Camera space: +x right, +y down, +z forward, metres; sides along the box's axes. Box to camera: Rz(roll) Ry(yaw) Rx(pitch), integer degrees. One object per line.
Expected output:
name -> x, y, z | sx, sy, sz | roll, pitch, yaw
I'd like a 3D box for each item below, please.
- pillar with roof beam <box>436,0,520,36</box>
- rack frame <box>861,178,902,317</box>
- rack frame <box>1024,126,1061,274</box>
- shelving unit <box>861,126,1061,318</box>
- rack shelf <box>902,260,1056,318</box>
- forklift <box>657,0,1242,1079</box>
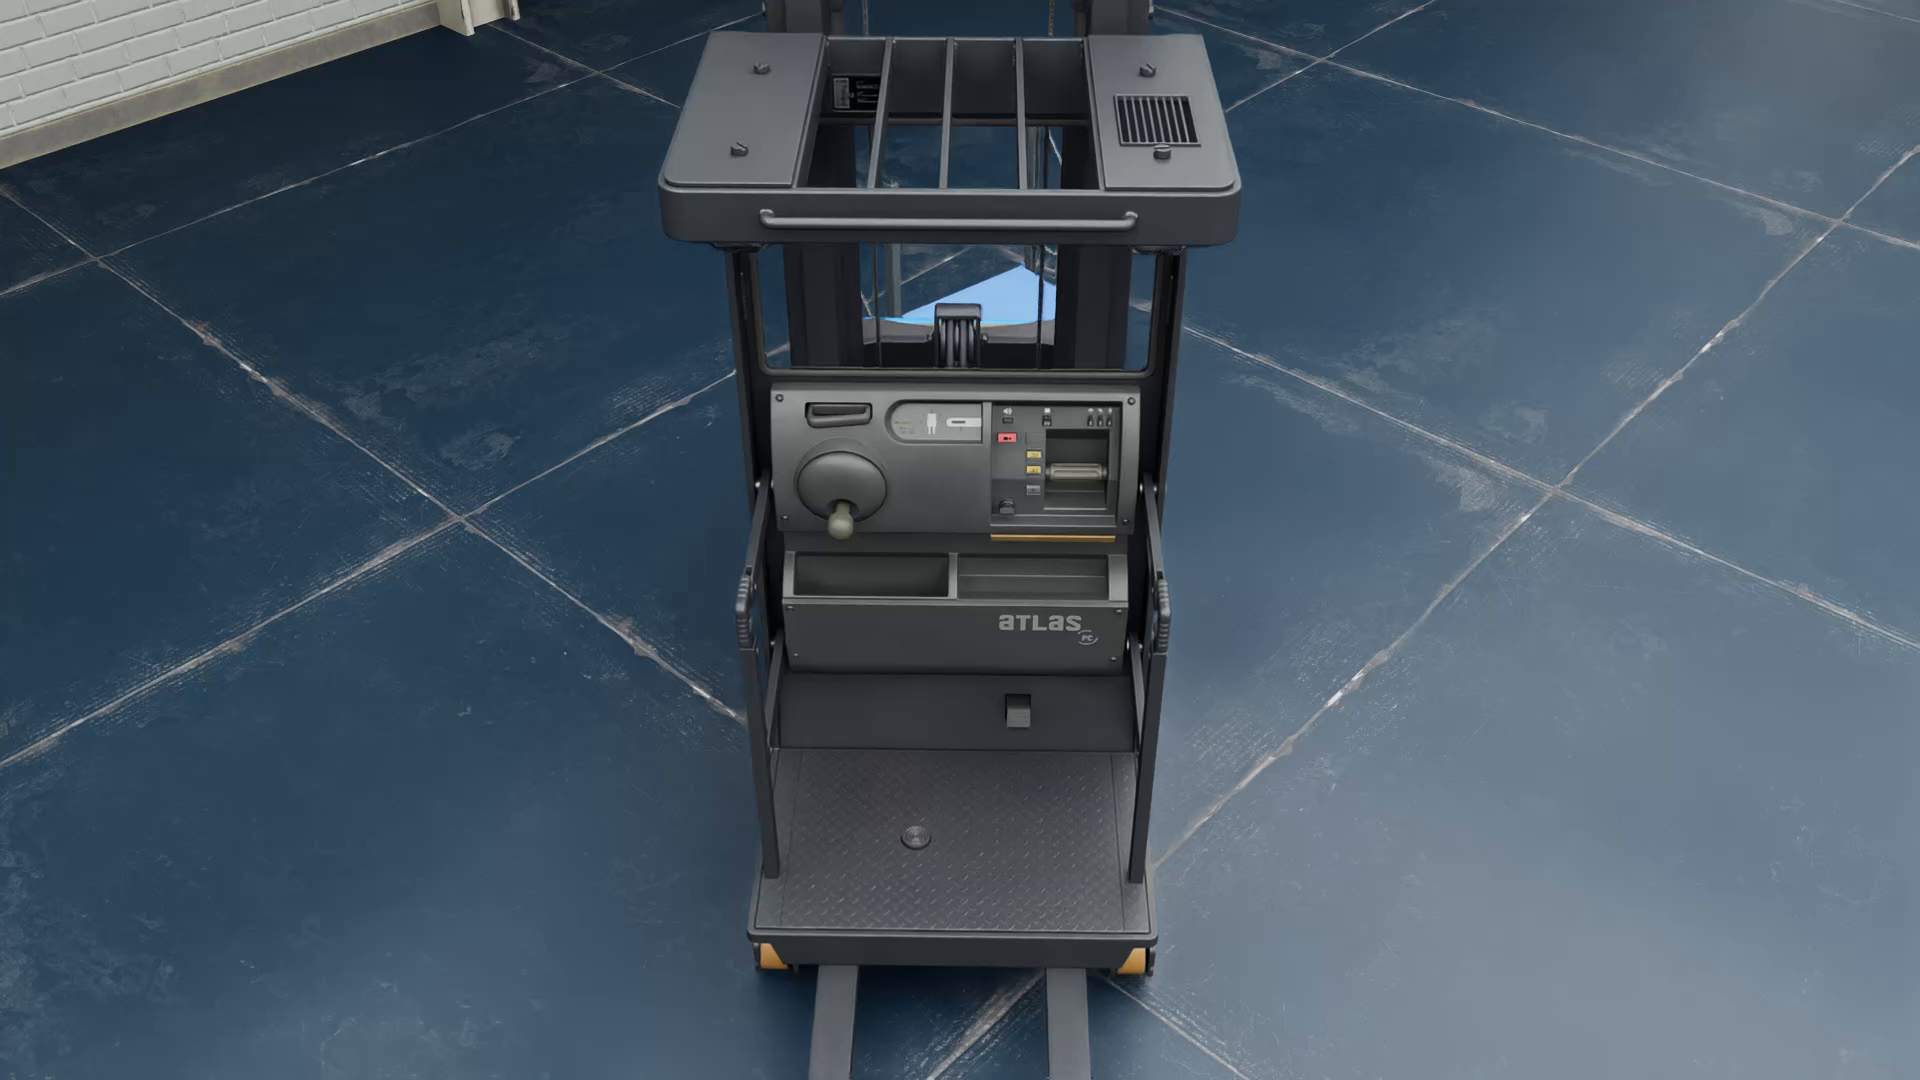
pillar with roof beam -> 0.204, -4.931, 5.221 | 9.100, 9.000, 0.400 | 30, 47, 32
rack frame -> -0.363, -0.657, 5.871 | 0.032, 1.500, 0.500 | -27, 46, -30
rack frame -> 0.423, -1.058, 6.376 | 0.032, 1.500, 0.500 | -27, 46, -30
shelving unit -> 0.030, -0.858, 6.124 | 1.048, 1.500, 0.538 | -27, 46, -30
rack shelf -> 0.030, -0.717, 6.236 | 1.000, 0.185, 0.538 | -27, 46, -30
forklift -> -0.014, -0.122, 4.049 | 1.130, 2.935, 3.031 | 1, 38, 1
